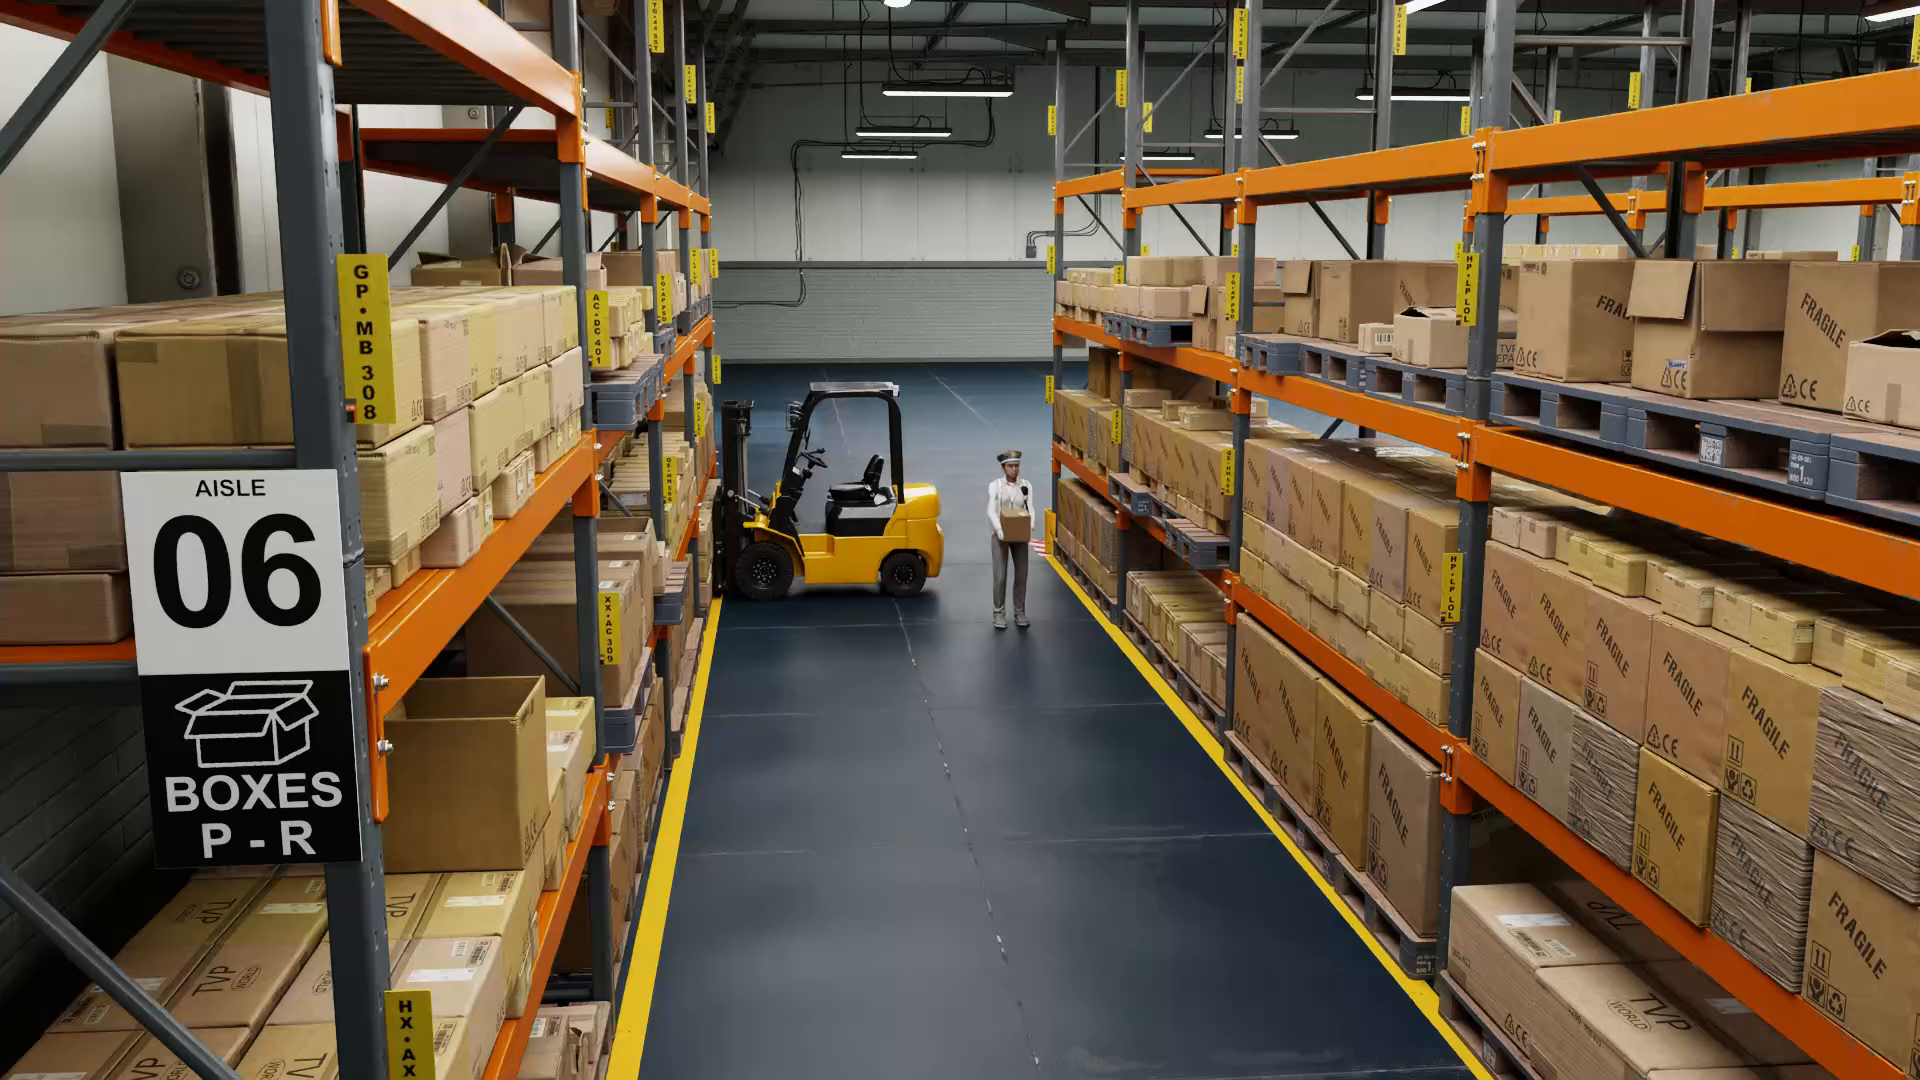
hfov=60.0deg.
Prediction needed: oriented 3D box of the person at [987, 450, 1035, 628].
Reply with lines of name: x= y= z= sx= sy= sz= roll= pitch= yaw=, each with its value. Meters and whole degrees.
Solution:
person: x=0.489 y=-0.011 z=15.904 sx=0.459 sy=1.686 sz=0.553 roll=-2 pitch=10 yaw=-9
